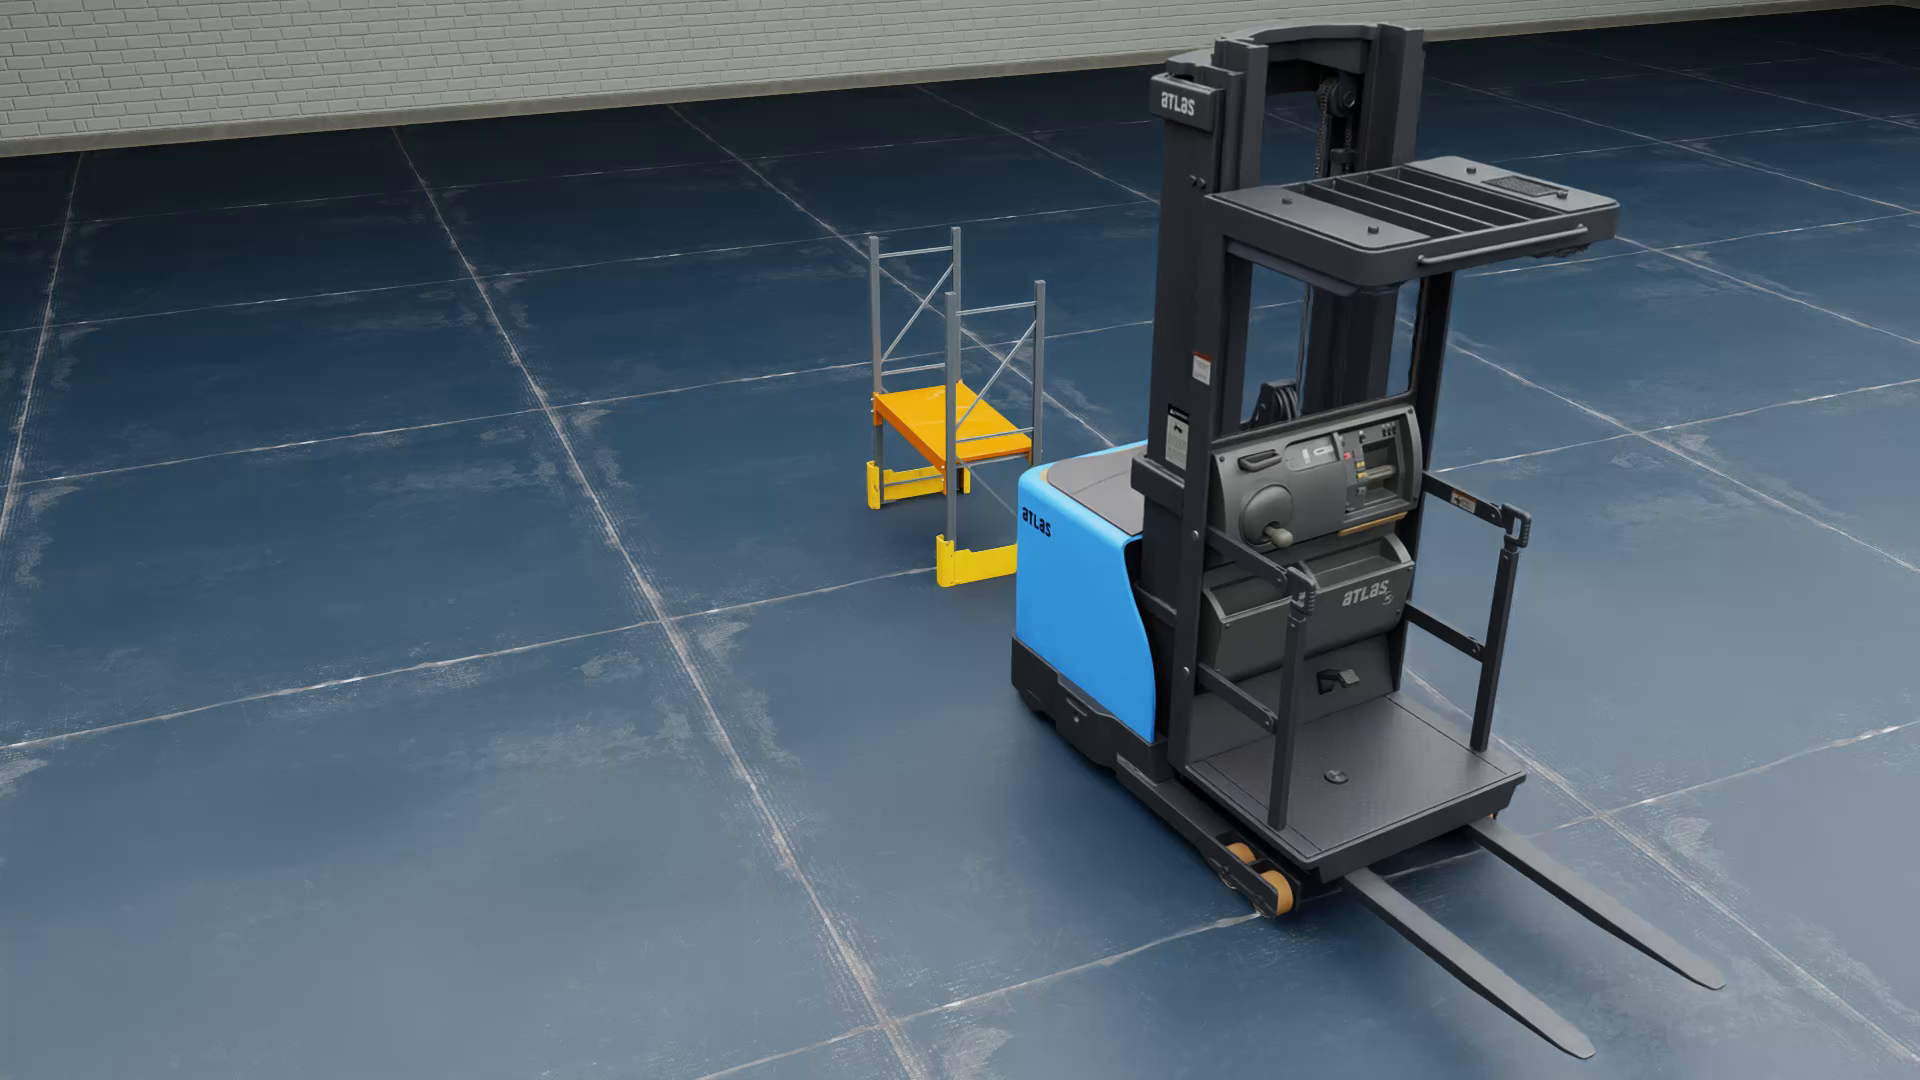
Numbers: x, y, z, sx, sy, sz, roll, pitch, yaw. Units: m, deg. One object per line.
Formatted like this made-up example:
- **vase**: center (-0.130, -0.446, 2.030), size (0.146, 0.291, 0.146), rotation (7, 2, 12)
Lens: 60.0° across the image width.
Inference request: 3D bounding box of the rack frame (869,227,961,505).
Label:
- **rack frame**: center (-0.232, -0.914, 8.912), size (0.500, 1.500, 0.032), rotation (-11, 28, -21)

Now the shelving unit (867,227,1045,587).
- **shelving unit**: center (-0.030, -0.705, 8.484), size (0.587, 1.500, 1.083), rotation (-11, 28, -21)

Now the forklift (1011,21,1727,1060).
- **forklift**: center (1.405, -0.193, 5.805), size (1.130, 2.935, 3.031), rotation (-14, 30, -27)

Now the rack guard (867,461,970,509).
- **rack guard**: center (-0.225, -0.344, 9.170), size (0.587, 0.250, 0.087), rotation (-11, 28, -21)

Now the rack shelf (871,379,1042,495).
- **rack shelf**: center (-0.033, -0.547, 8.570), size (0.538, 0.185, 1.000), rotation (-11, 28, -21)

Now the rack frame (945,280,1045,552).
- **rack frame**: center (0.166, -0.503, 8.071), size (0.500, 1.500, 0.032), rotation (-11, 28, -21)

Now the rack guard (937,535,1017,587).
- **rack guard**: center (0.165, 0.058, 8.346), size (0.587, 0.250, 0.087), rotation (-11, 28, -21)
